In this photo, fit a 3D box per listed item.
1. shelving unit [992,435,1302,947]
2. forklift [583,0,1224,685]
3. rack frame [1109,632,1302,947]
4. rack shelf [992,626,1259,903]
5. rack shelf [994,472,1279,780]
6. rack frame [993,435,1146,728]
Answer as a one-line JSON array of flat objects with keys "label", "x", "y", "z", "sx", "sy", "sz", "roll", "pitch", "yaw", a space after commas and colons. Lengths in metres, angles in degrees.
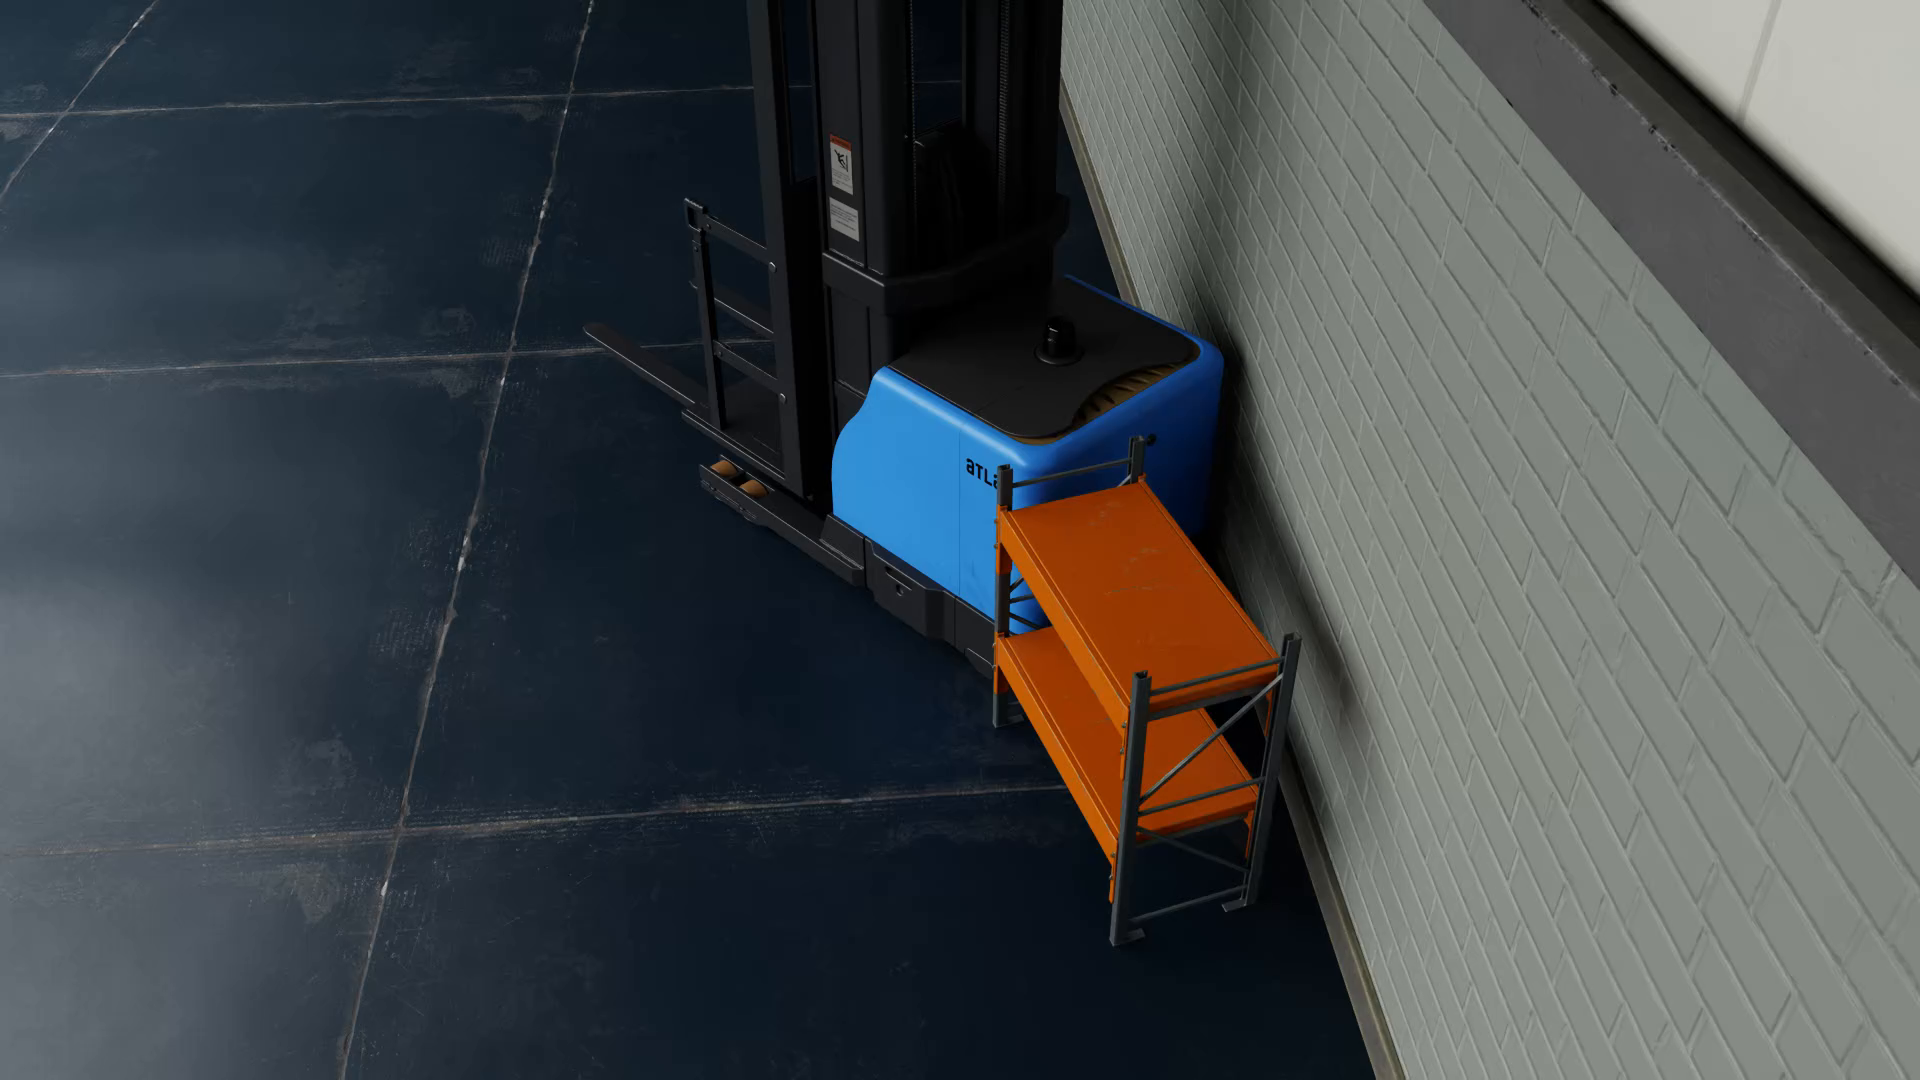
[{"label": "shelving unit", "x": 0.531, "y": 0.461, "z": 5.257, "sx": 0.538, "sy": 1.125, "sz": 1.048, "roll": -13, "pitch": 40, "yaw": -16}, {"label": "forklift", "x": -0.436, "y": -1.427, "z": 6.192, "sx": 1.130, "sy": 2.935, "sz": 3.031, "roll": -31, "pitch": 48, "yaw": -33}, {"label": "rack frame", "x": 0.705, "y": 0.757, "z": 4.883, "sx": 0.500, "sy": 1.125, "sz": 0.032, "roll": -13, "pitch": 40, "yaw": -16}, {"label": "rack shelf", "x": 0.531, "y": 0.653, "z": 5.409, "sx": 0.538, "sy": 0.278, "sz": 1.000, "roll": -13, "pitch": 40, "yaw": -16}, {"label": "rack shelf", "x": 0.531, "y": 0.231, "z": 5.076, "sx": 0.538, "sy": 0.278, "sz": 1.000, "roll": -13, "pitch": 40, "yaw": -16}, {"label": "rack frame", "x": 0.357, "y": 0.165, "z": 5.632, "sx": 0.500, "sy": 1.125, "sz": 0.032, "roll": -13, "pitch": 40, "yaw": -16}]
